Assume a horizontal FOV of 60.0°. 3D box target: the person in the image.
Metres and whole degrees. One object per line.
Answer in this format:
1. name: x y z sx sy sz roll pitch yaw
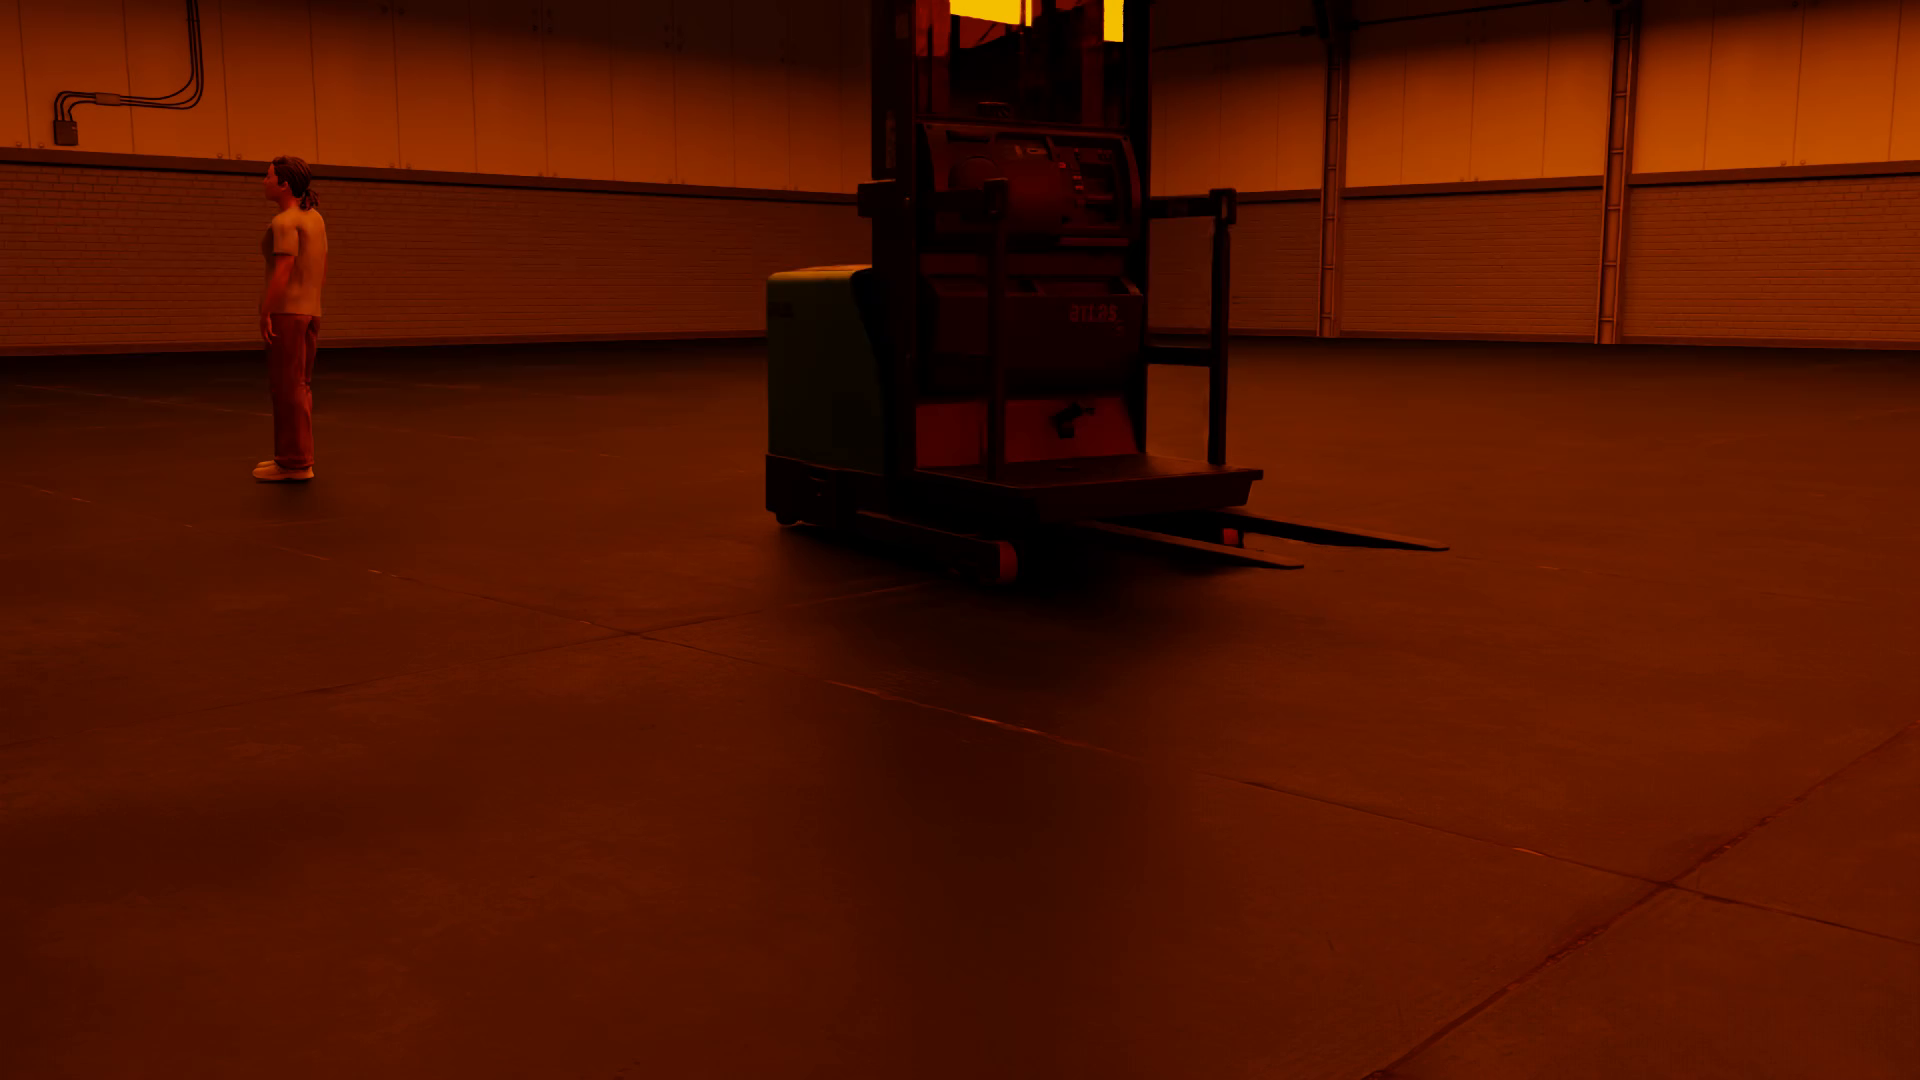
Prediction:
1. person: -3.558 -1.150 8.677 0.549 1.676 0.553 0 9 2

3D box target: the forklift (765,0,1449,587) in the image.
1. forklift: 0.391 -1.368 5.956 1.130 2.935 3.031 -5 10 -32
